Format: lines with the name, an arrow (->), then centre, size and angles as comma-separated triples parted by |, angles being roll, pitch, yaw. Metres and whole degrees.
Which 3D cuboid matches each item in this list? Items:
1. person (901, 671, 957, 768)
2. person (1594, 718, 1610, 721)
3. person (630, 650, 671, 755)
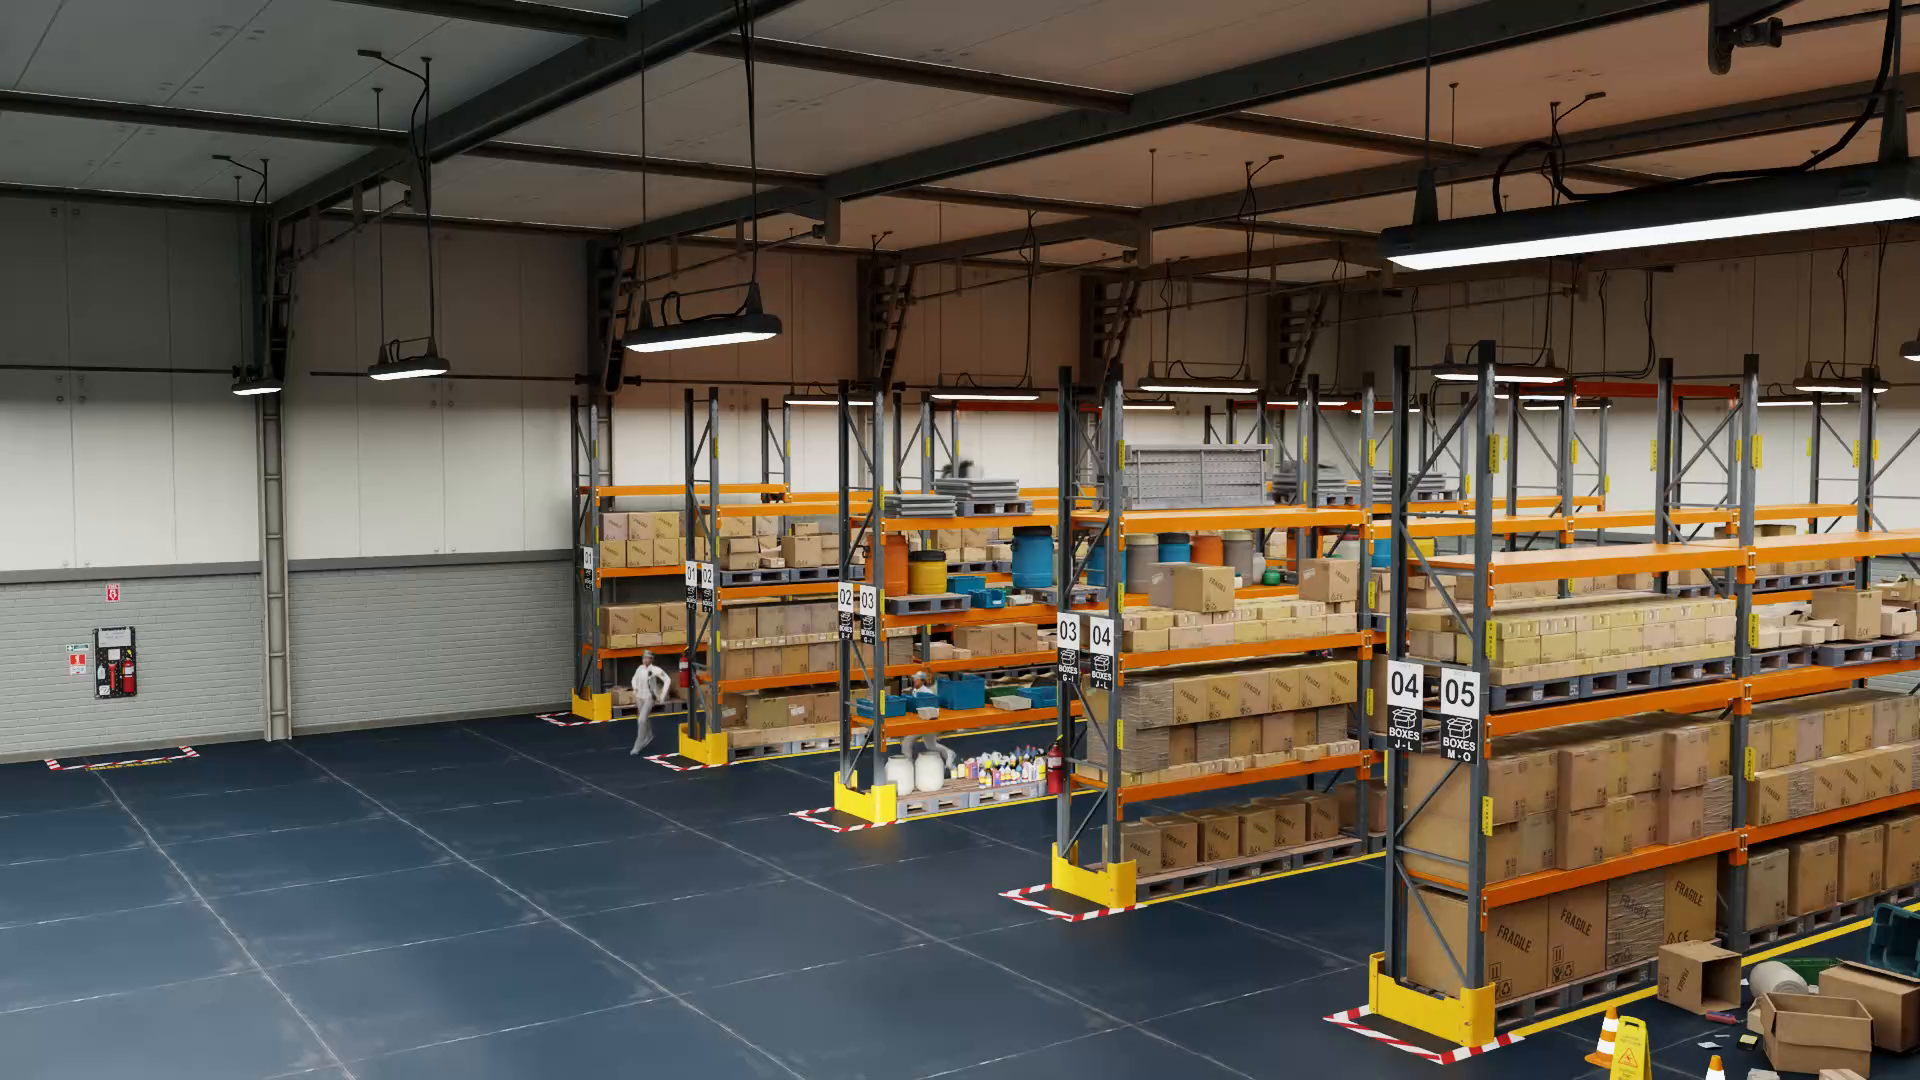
person -> -0.537, 2.830, 25.301 | 1.094, 1.681, 0.575 | -3, 4, -38
person -> 7.994, 3.027, 20.753 | 0.827, 1.756, 0.723 | -3, 5, -43
person -> -5.166, 2.671, 27.596 | 0.664, 1.740, 0.766 | 2, 4, 27
